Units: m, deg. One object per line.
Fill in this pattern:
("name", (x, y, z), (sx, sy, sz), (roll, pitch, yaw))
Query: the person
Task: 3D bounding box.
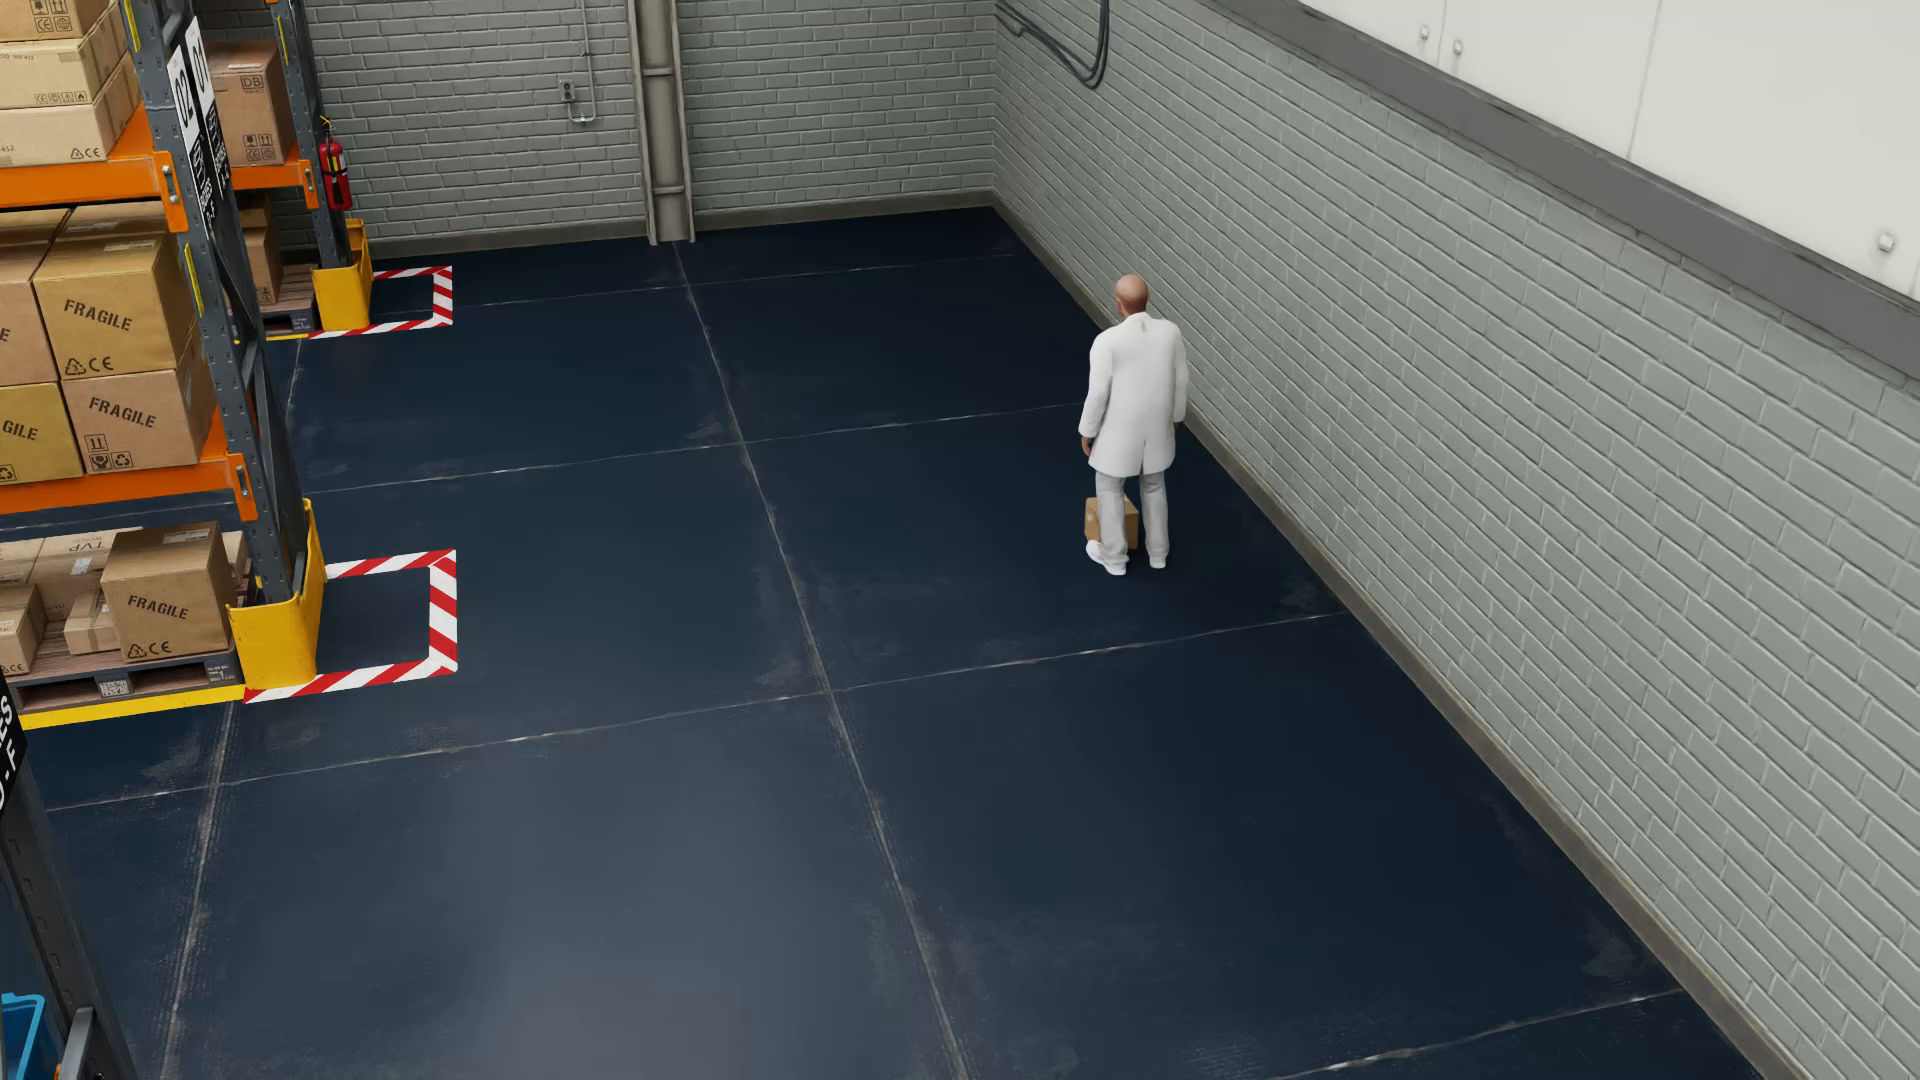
("person", (0.970, -0.640, 9.376), (0.649, 1.772, 0.429), (-10, 31, -16))
